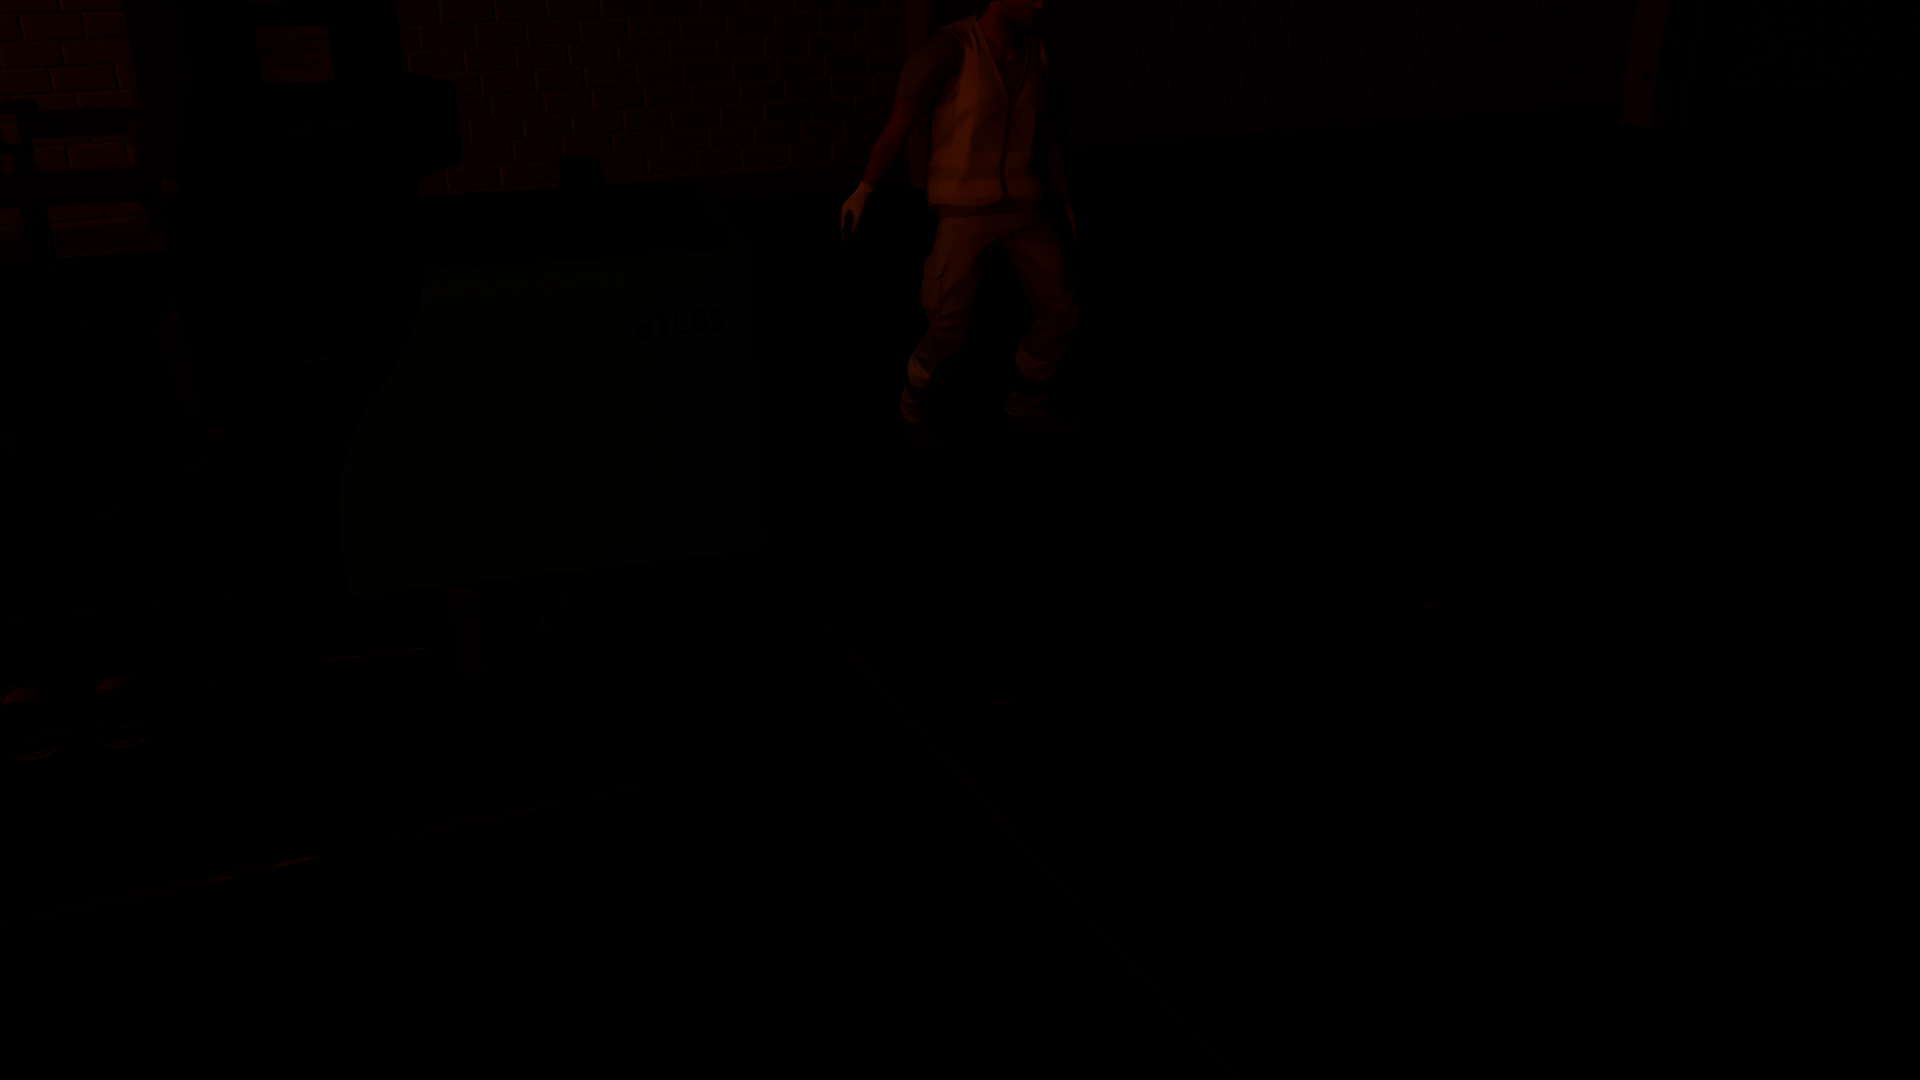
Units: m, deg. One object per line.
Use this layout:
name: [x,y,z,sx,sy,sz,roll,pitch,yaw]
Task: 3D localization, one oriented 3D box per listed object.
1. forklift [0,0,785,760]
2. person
forklift: [-2.038,-1.067,3.855,3.031,2.935,1.130,-7,23,-15]
person: [0.027,-1.124,5.626,0.894,1.734,0.503,-11,25,-24]
